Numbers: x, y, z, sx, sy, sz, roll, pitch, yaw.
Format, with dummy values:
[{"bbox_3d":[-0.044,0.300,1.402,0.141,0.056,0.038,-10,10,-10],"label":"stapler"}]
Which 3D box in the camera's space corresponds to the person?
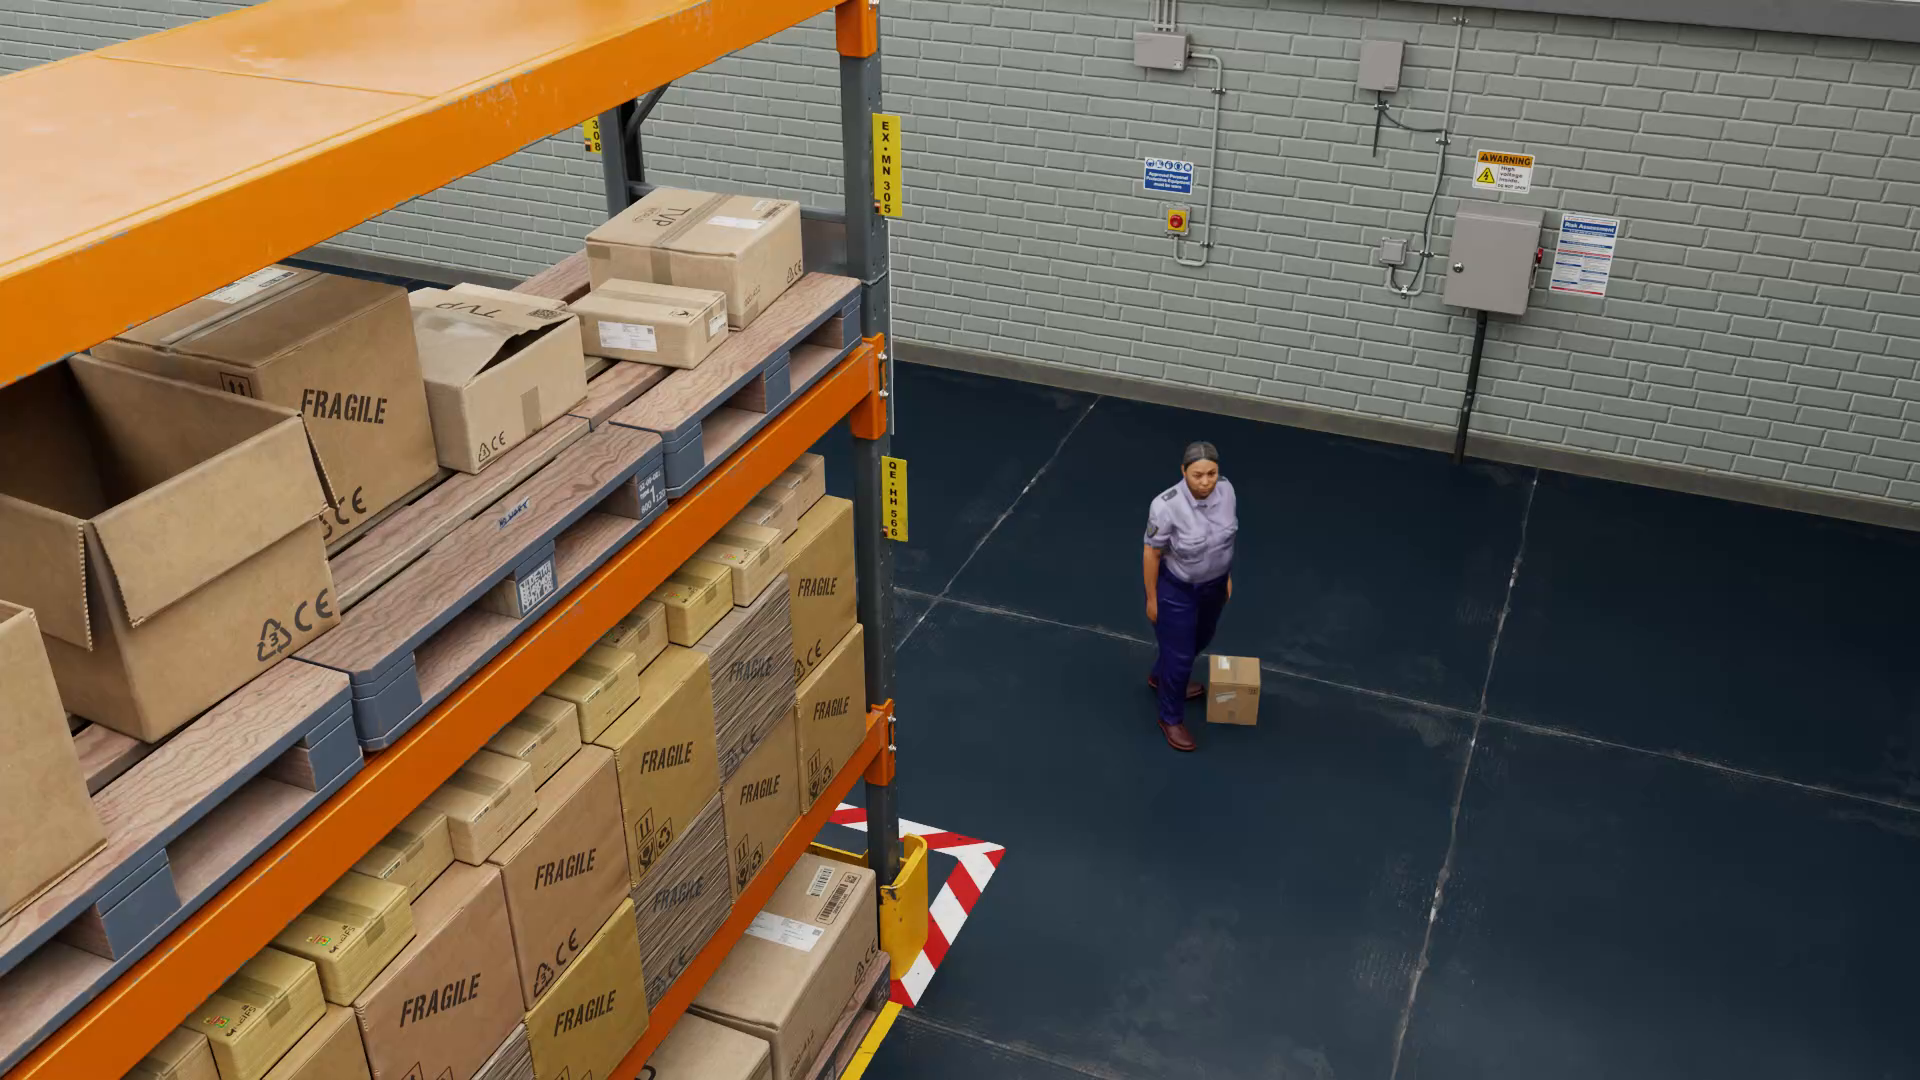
[{"bbox_3d":[1.076,0.201,8.061,0.530,1.634,0.559,-17,34,-27],"label":"person"}]
